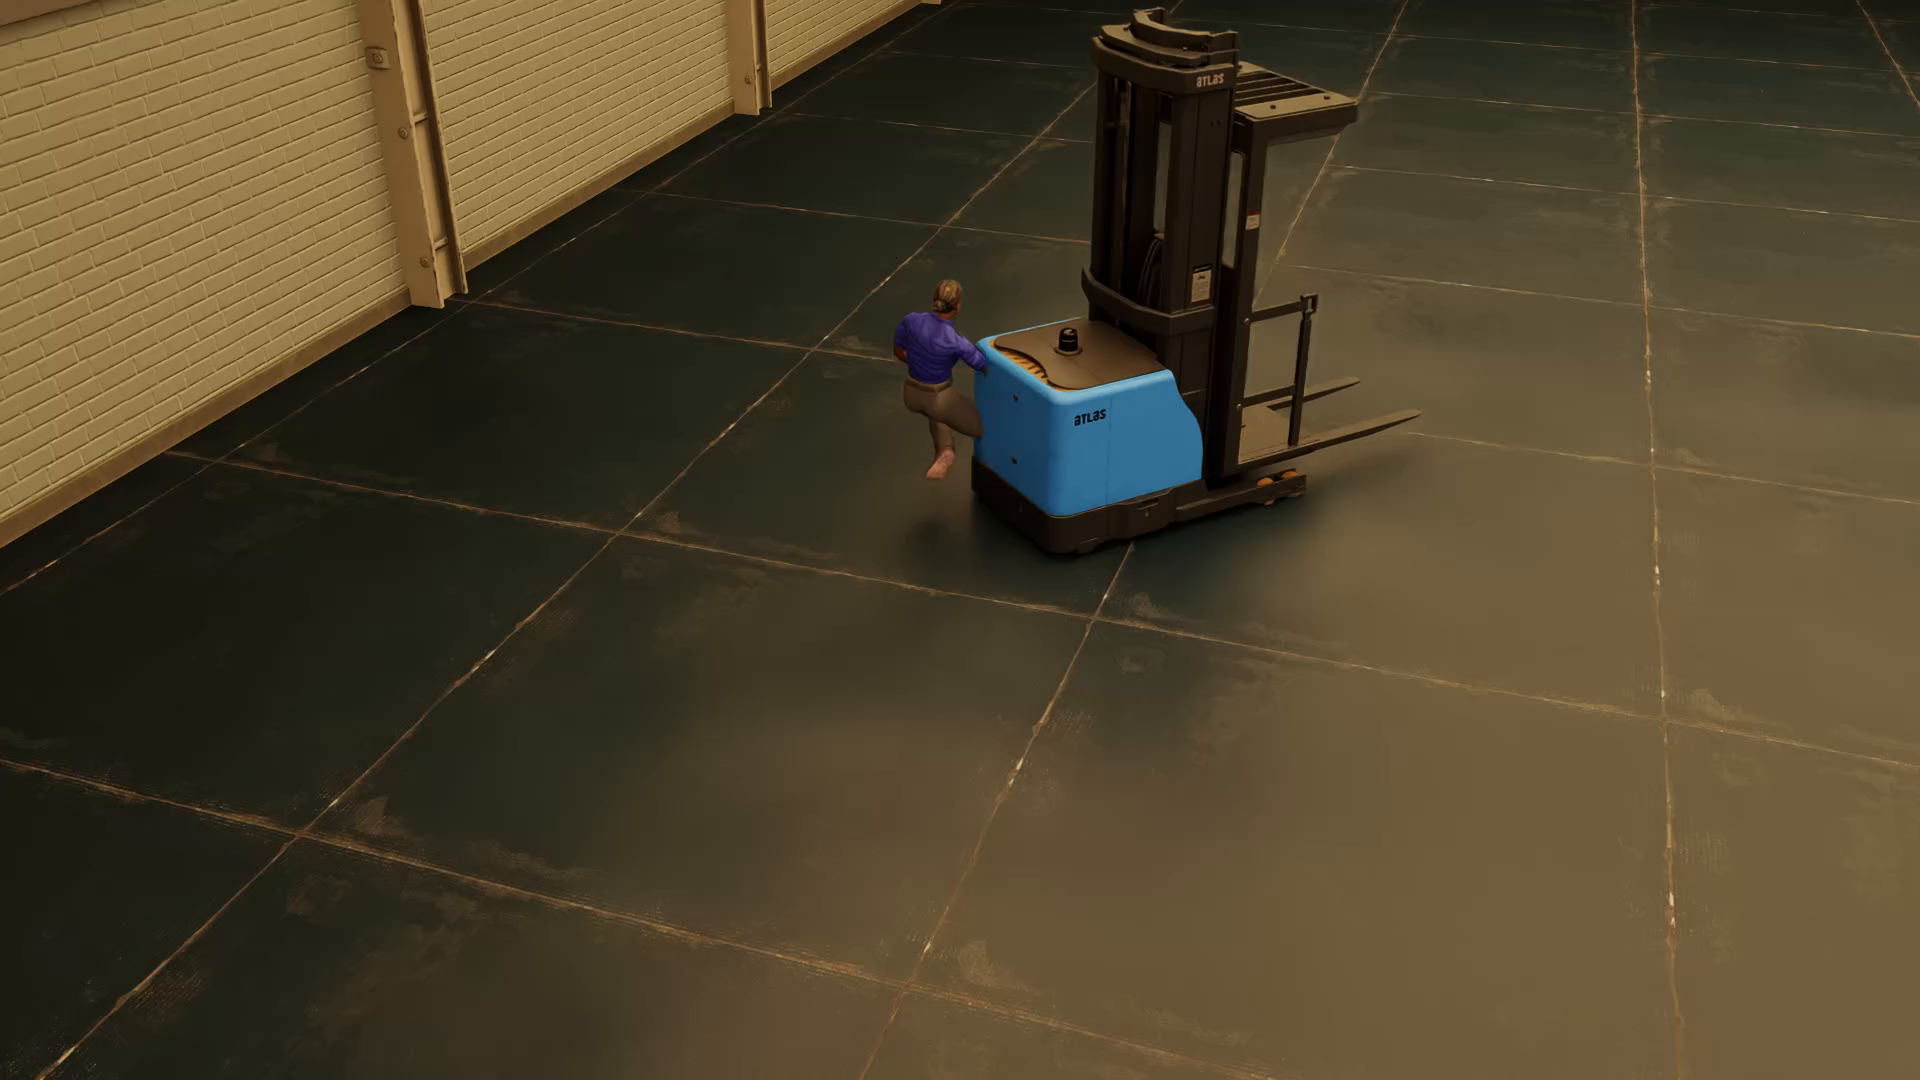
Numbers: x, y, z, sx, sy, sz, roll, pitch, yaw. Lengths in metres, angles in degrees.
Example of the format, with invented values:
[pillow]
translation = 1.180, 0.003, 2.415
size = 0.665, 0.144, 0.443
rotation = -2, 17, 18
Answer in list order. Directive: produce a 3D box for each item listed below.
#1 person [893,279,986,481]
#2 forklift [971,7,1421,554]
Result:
[person]
translation = 0.013, -0.938, 10.210
size = 0.717, 1.507, 0.655
rotation = 19, 35, 29
[forklift]
translation = 1.611, -1.707, 10.130
size = 3.031, 2.935, 1.130
rotation = -16, 33, -25
